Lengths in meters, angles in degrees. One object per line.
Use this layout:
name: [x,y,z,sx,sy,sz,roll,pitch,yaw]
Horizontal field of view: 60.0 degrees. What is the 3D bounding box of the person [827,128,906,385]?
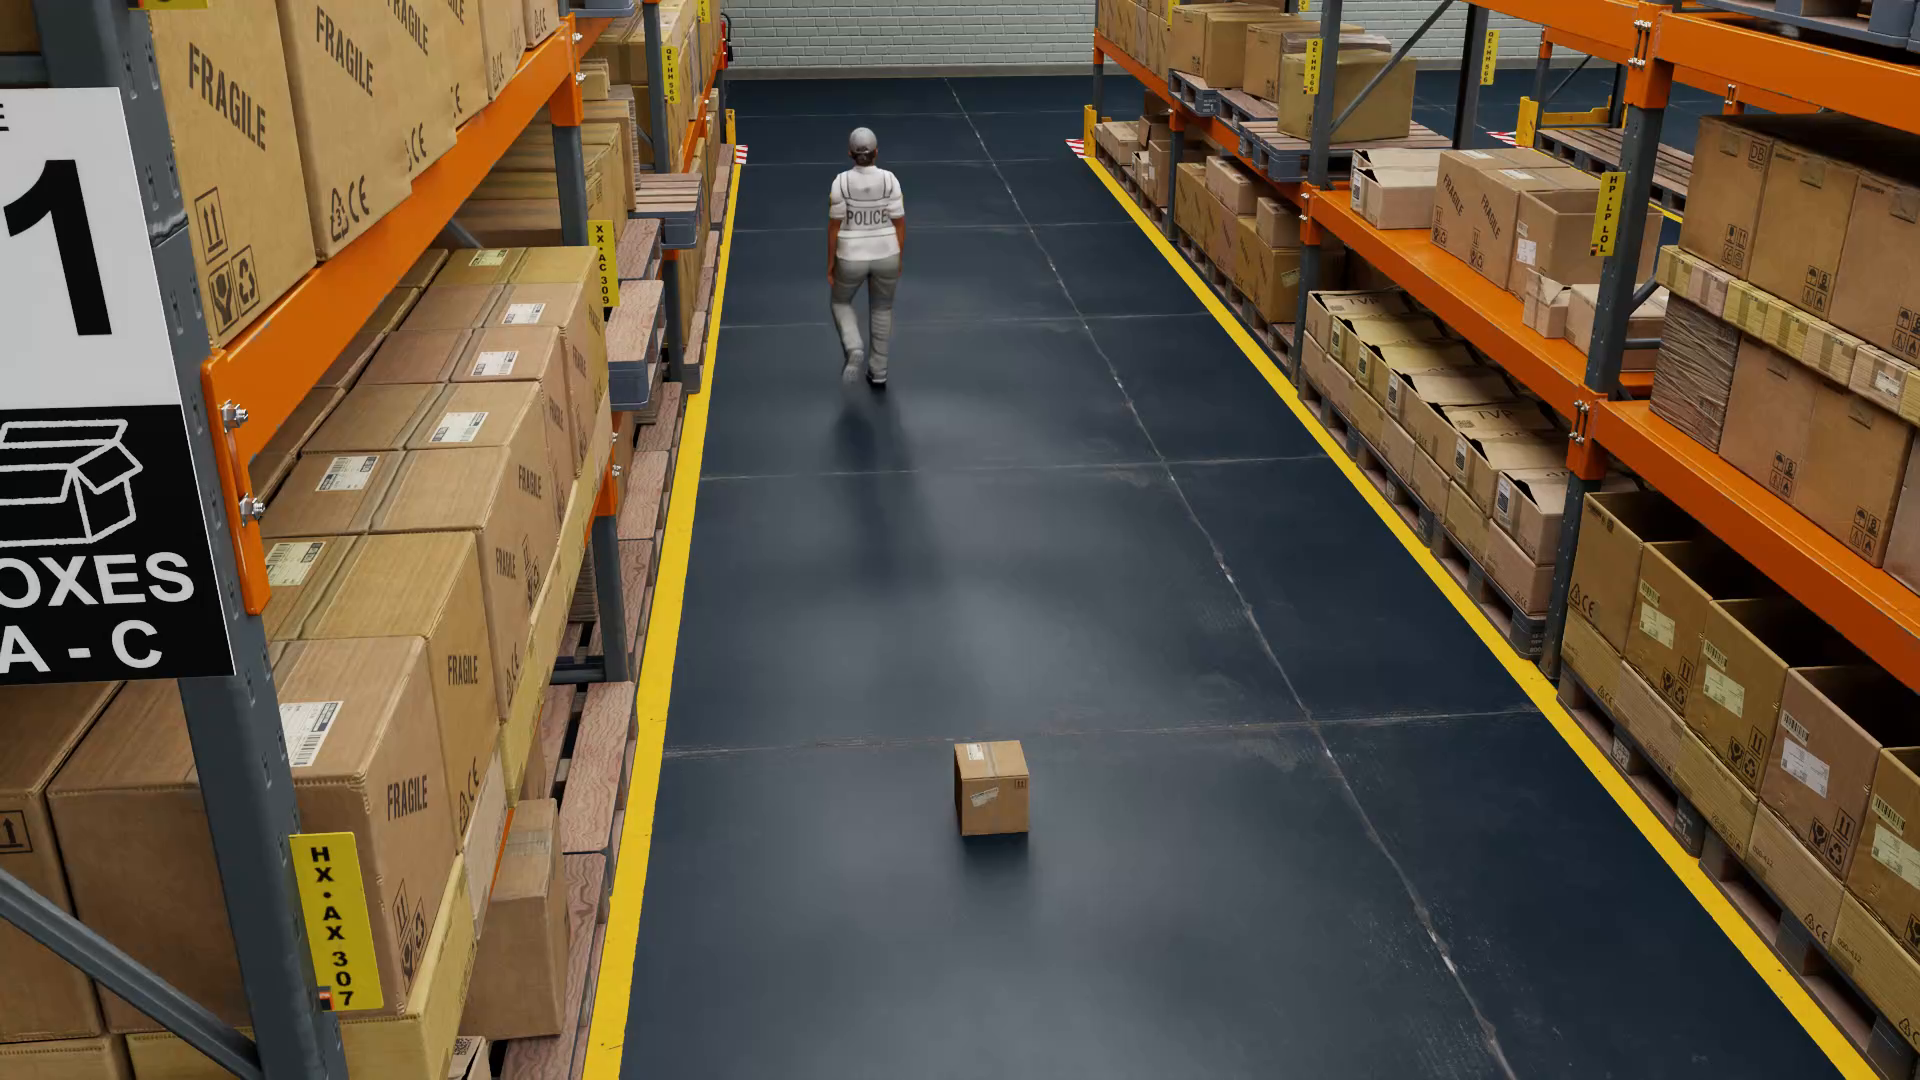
person: [-0.603,-1.798,10.603,0.506,1.655,0.466,-4,24,-8]
